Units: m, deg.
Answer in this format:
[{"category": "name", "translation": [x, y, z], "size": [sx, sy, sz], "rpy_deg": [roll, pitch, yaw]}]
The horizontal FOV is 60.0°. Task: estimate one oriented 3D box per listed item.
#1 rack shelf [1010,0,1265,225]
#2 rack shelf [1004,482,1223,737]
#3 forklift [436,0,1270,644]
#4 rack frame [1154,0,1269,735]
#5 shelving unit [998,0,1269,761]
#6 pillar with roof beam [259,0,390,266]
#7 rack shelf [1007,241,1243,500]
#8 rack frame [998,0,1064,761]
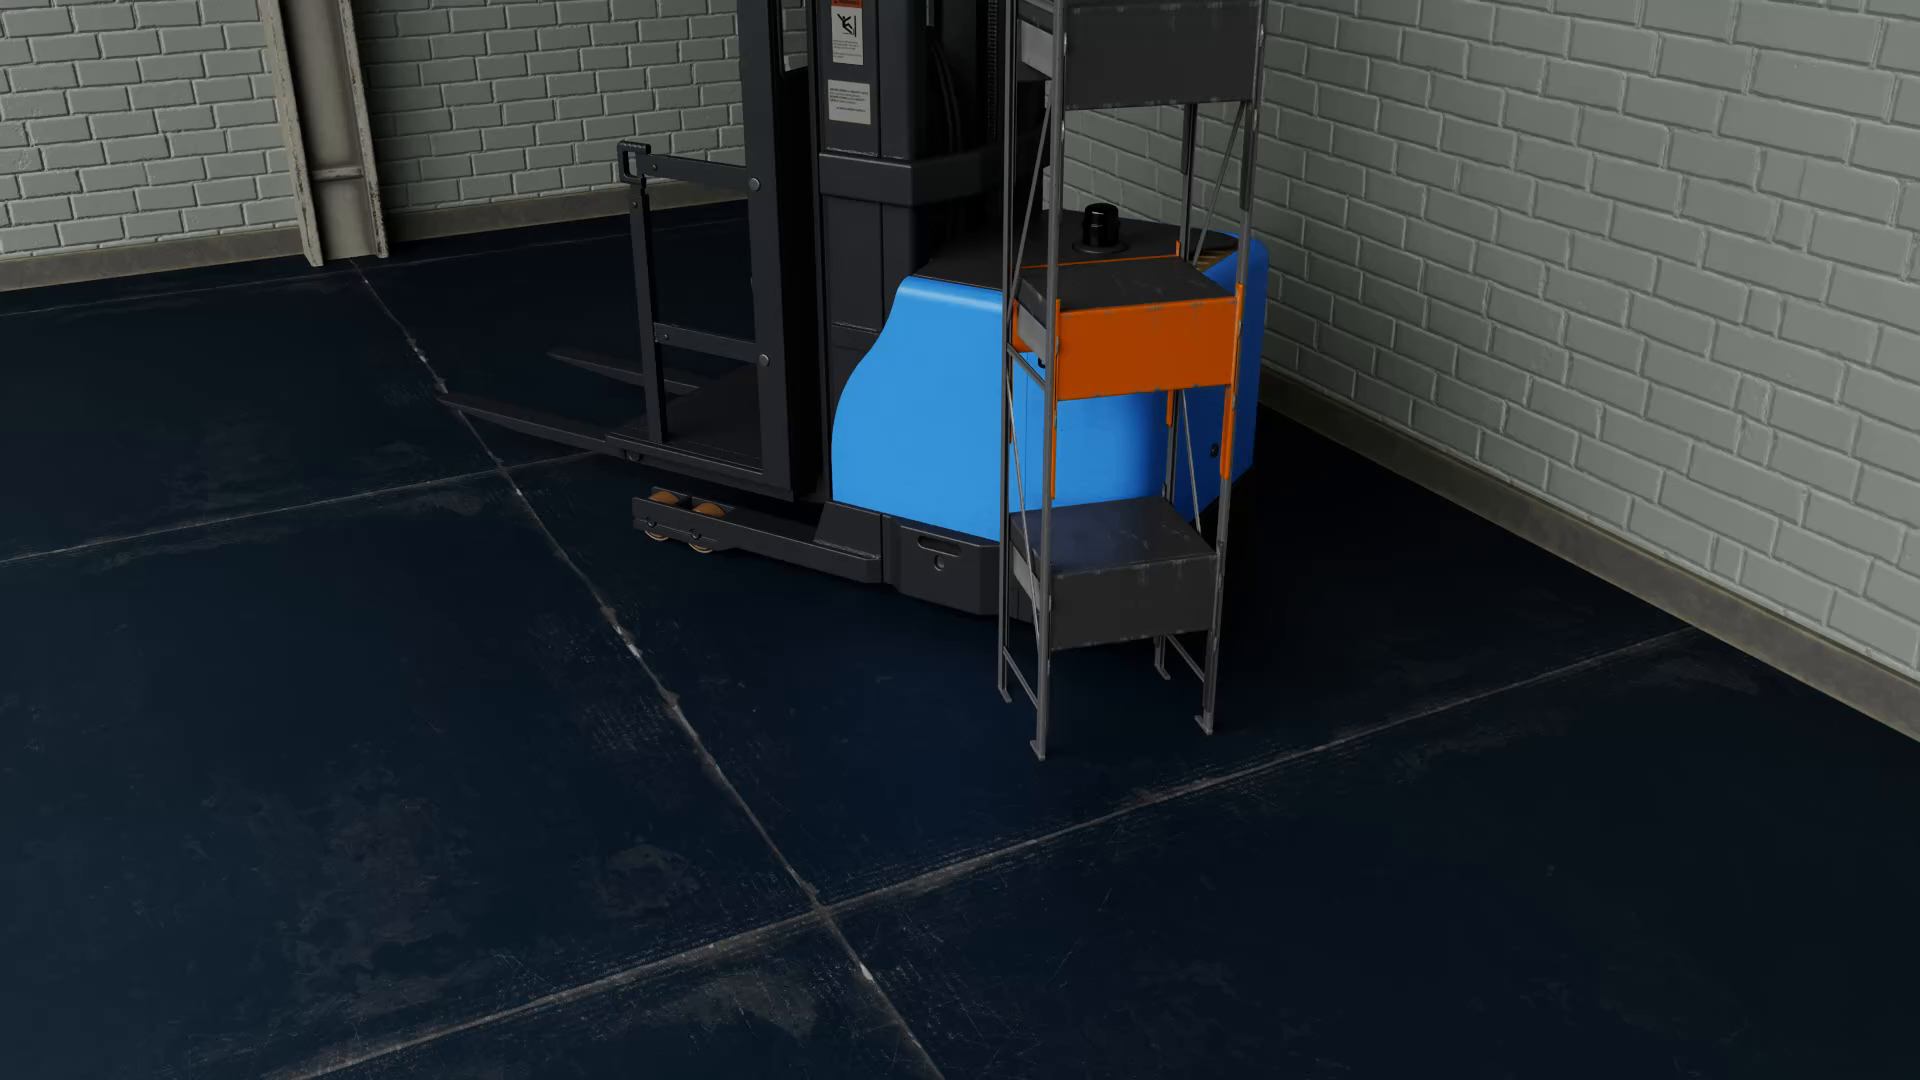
[{"category": "rack shelf", "translation": [0.406, -1.079, 3.985], "size": [0.480, 0.518, 0.431], "rpy_deg": [-7, 26, -14]}, {"category": "rack shelf", "translation": [0.406, 0.183, 4.591], "size": [0.480, 0.518, 0.431], "rpy_deg": [-7, 26, -14]}, {"category": "forklift", "translation": [-0.537, -1.458, 5.400], "size": [3.031, 2.935, 1.130], "rpy_deg": [14, 29, 27]}, {"category": "rack frame", "translation": [0.641, -0.488, 4.341], "size": [0.015, 2.100, 0.400], "rpy_deg": [-7, 26, -14]}, {"category": "shelving unit", "translation": [0.406, -0.460, 4.282], "size": [0.503, 2.100, 0.431], "rpy_deg": [-7, 26, -14]}, {"category": "pillar with roof beam", "translation": [-1.276, -3.949, 3.579], "size": [0.400, 9.000, 9.100], "rpy_deg": [-13, 29, -25]}, {"category": "rack shelf", "translation": [0.406, -0.448, 4.288], "size": [0.480, 0.518, 0.431], "rpy_deg": [-7, 26, -14]}, {"category": "rack frame", "translation": [0.171, -0.432, 4.224], "size": [0.015, 2.100, 0.400], "rpy_deg": [-7, 26, -14]}]
